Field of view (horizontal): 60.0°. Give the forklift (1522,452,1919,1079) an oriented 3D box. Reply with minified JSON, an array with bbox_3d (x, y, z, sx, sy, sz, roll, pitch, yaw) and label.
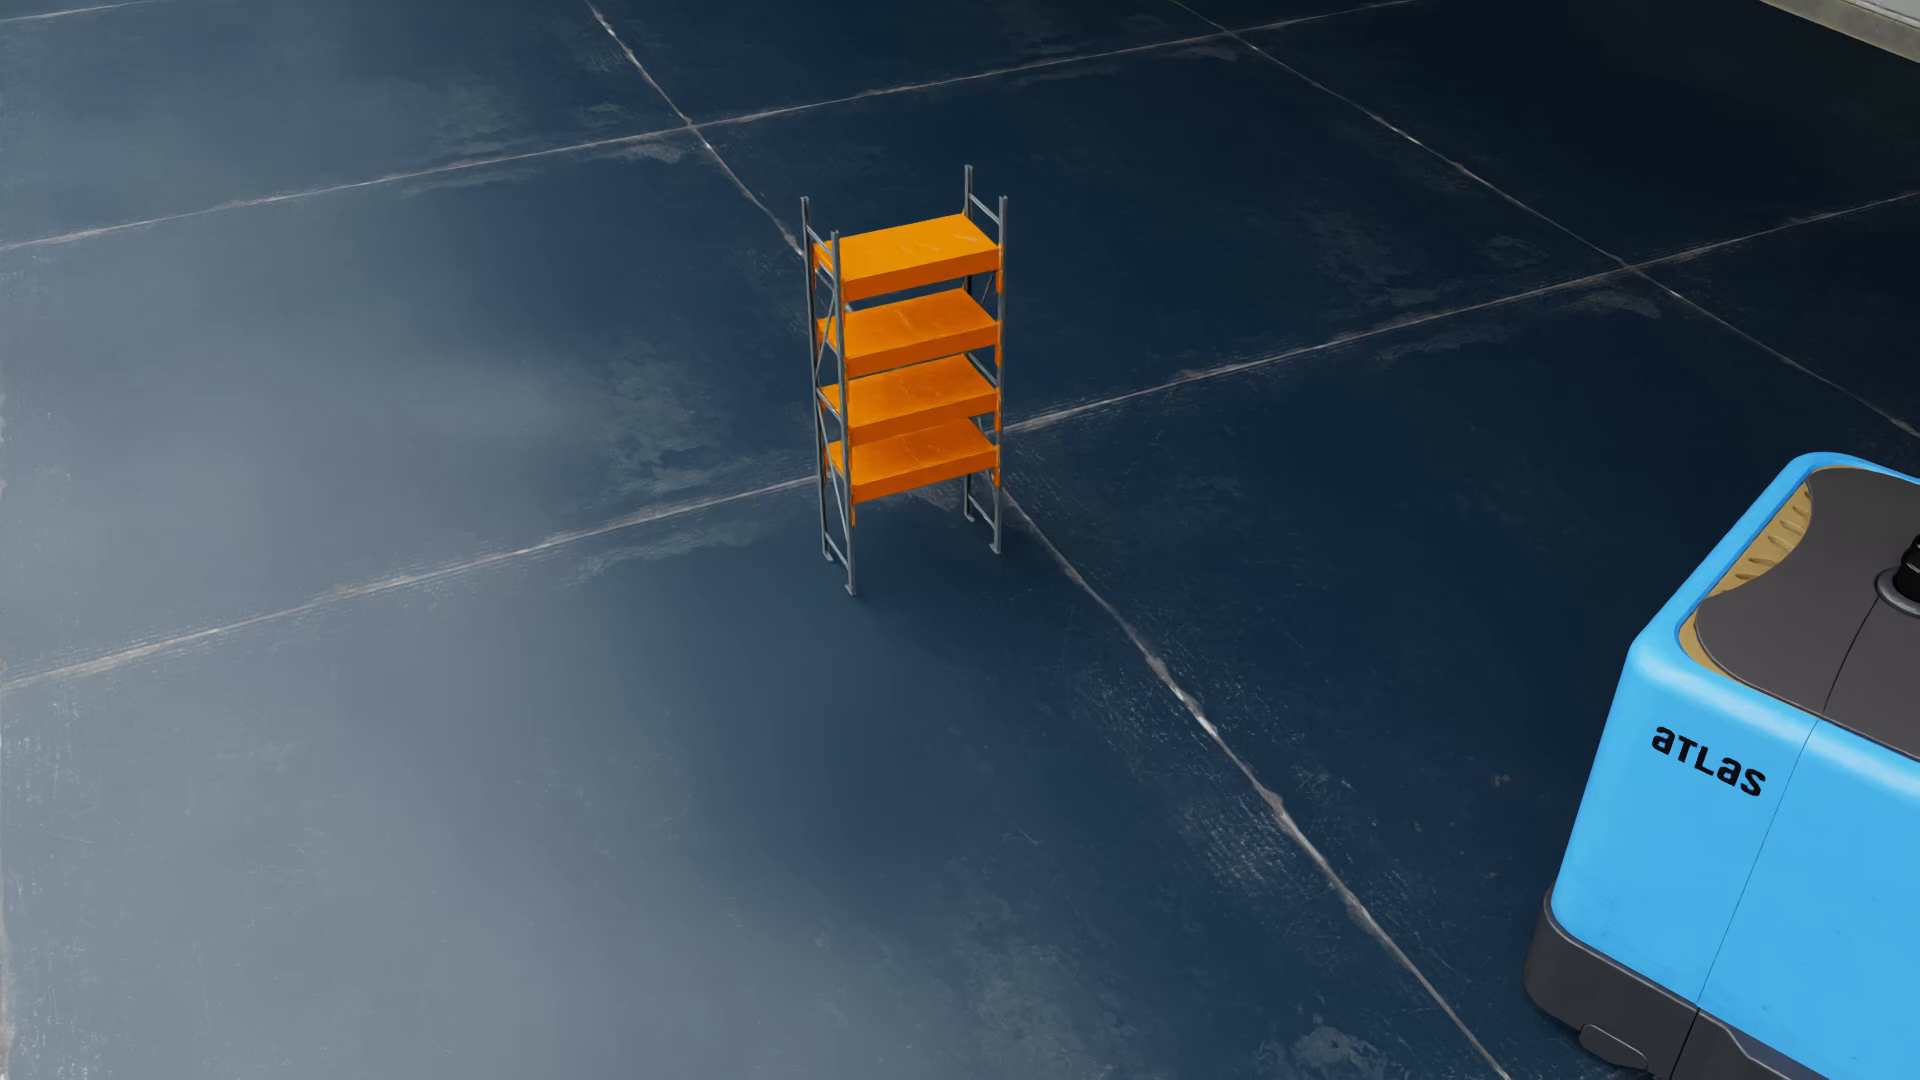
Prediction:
[{"bbox_3d":[2.714,0.260,2.440,3.031,2.935,1.130,28,45,32],"label":"forklift"}]

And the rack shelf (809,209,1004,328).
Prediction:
[{"bbox_3d":[-0.150,-0.756,4.602,0.480,0.148,0.258,-16,39,-20],"label":"rack shelf"}]

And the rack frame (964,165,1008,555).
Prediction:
[{"bbox_3d":[0.071,-0.502,4.919,0.015,1.200,0.240,-16,39,-20],"label":"rack frame"}]

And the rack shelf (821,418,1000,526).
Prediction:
[{"bbox_3d":[-0.150,-0.226,4.994,0.480,0.148,0.258,-16,39,-20],"label":"rack shelf"}]

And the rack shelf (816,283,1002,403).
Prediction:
[{"bbox_3d":[-0.150,-0.566,4.743,0.480,0.148,0.258,-16,39,-20],"label":"rack shelf"}]

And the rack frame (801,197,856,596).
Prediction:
[{"bbox_3d":[-0.371,-0.378,4.753,0.015,1.200,0.240,-16,39,-20],"label":"rack frame"}]

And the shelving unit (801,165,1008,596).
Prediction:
[{"bbox_3d":[-0.150,-0.440,4.836,0.503,1.200,0.258,-16,39,-20],"label":"shelving unit"}]

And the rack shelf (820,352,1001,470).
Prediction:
[{"bbox_3d":[-0.150,-0.386,4.876,0.480,0.148,0.258,-16,39,-20],"label":"rack shelf"}]
